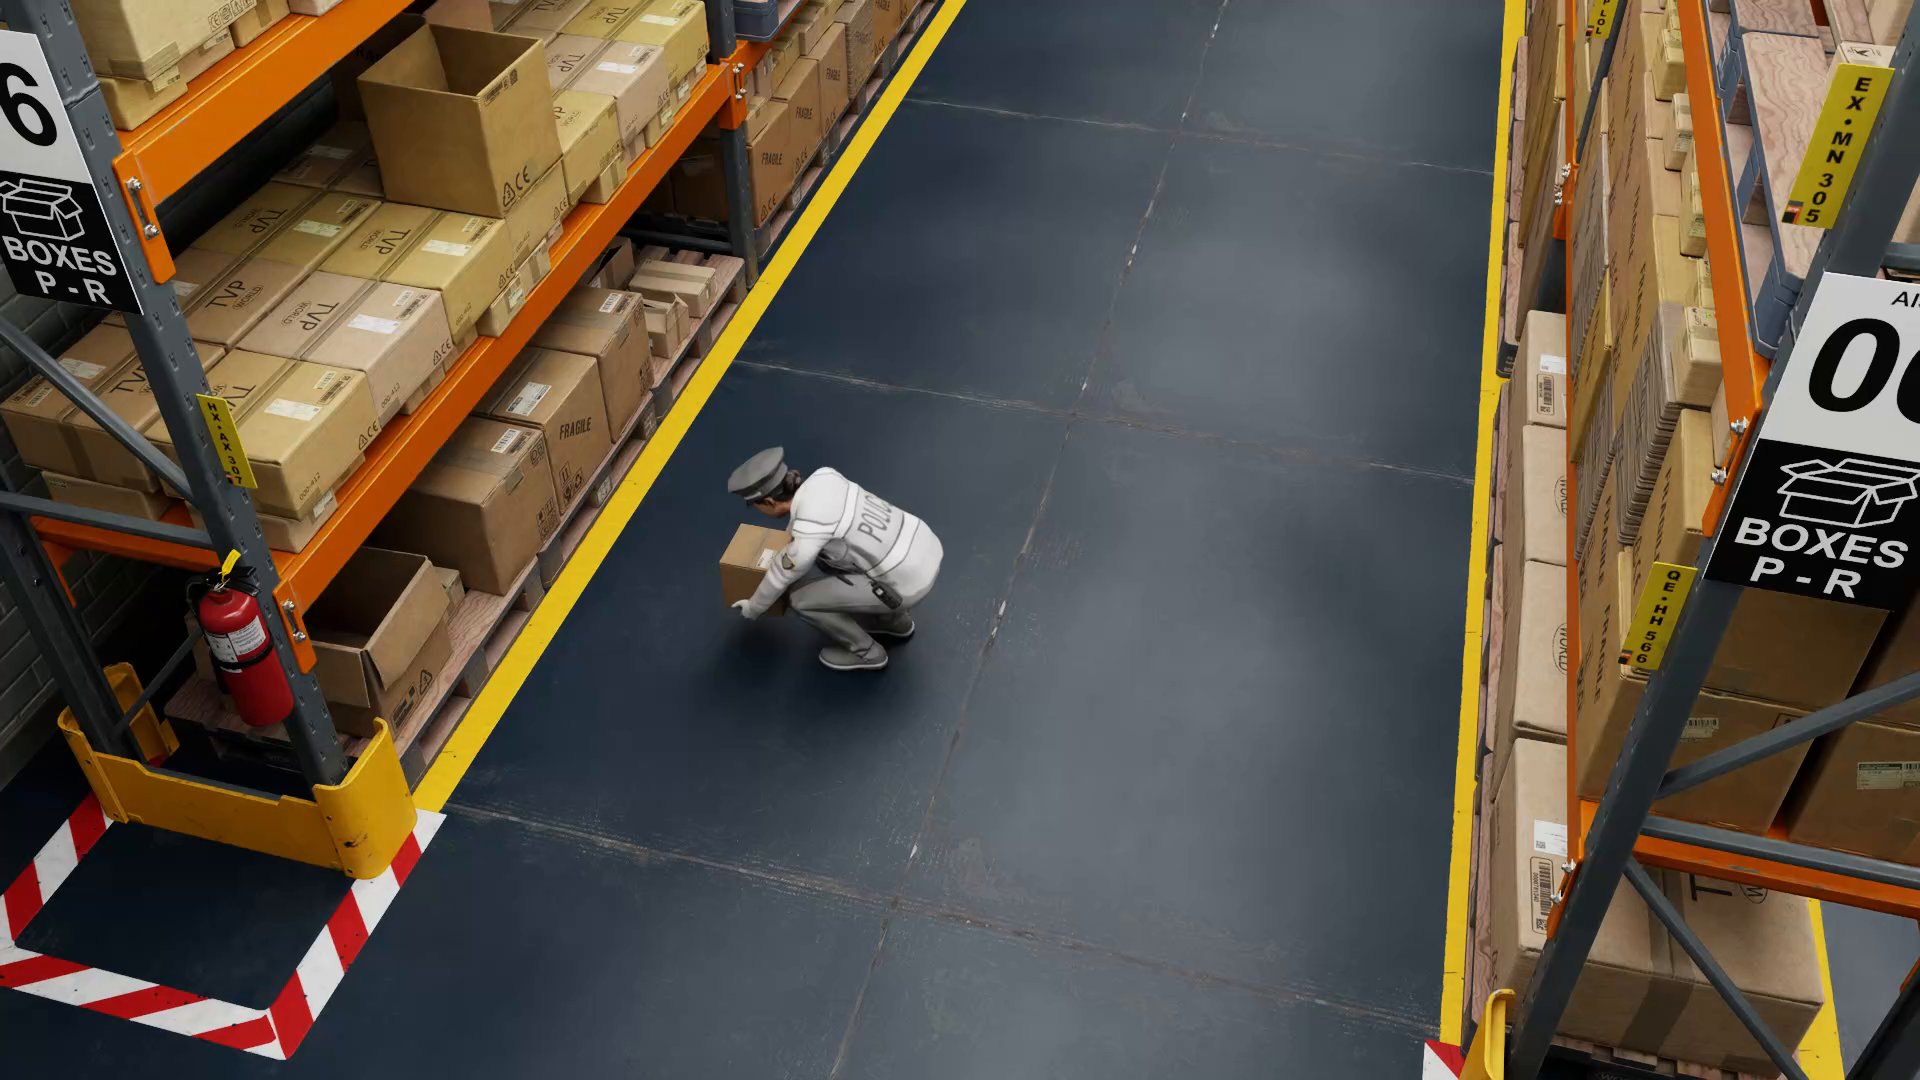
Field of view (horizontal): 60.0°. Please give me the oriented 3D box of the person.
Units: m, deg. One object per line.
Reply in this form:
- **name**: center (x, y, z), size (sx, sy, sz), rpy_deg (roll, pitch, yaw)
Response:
- **person**: center (-0.494, 0.066, 6.610), size (0.836, 0.985, 0.465), rpy_deg (9, 42, 10)
